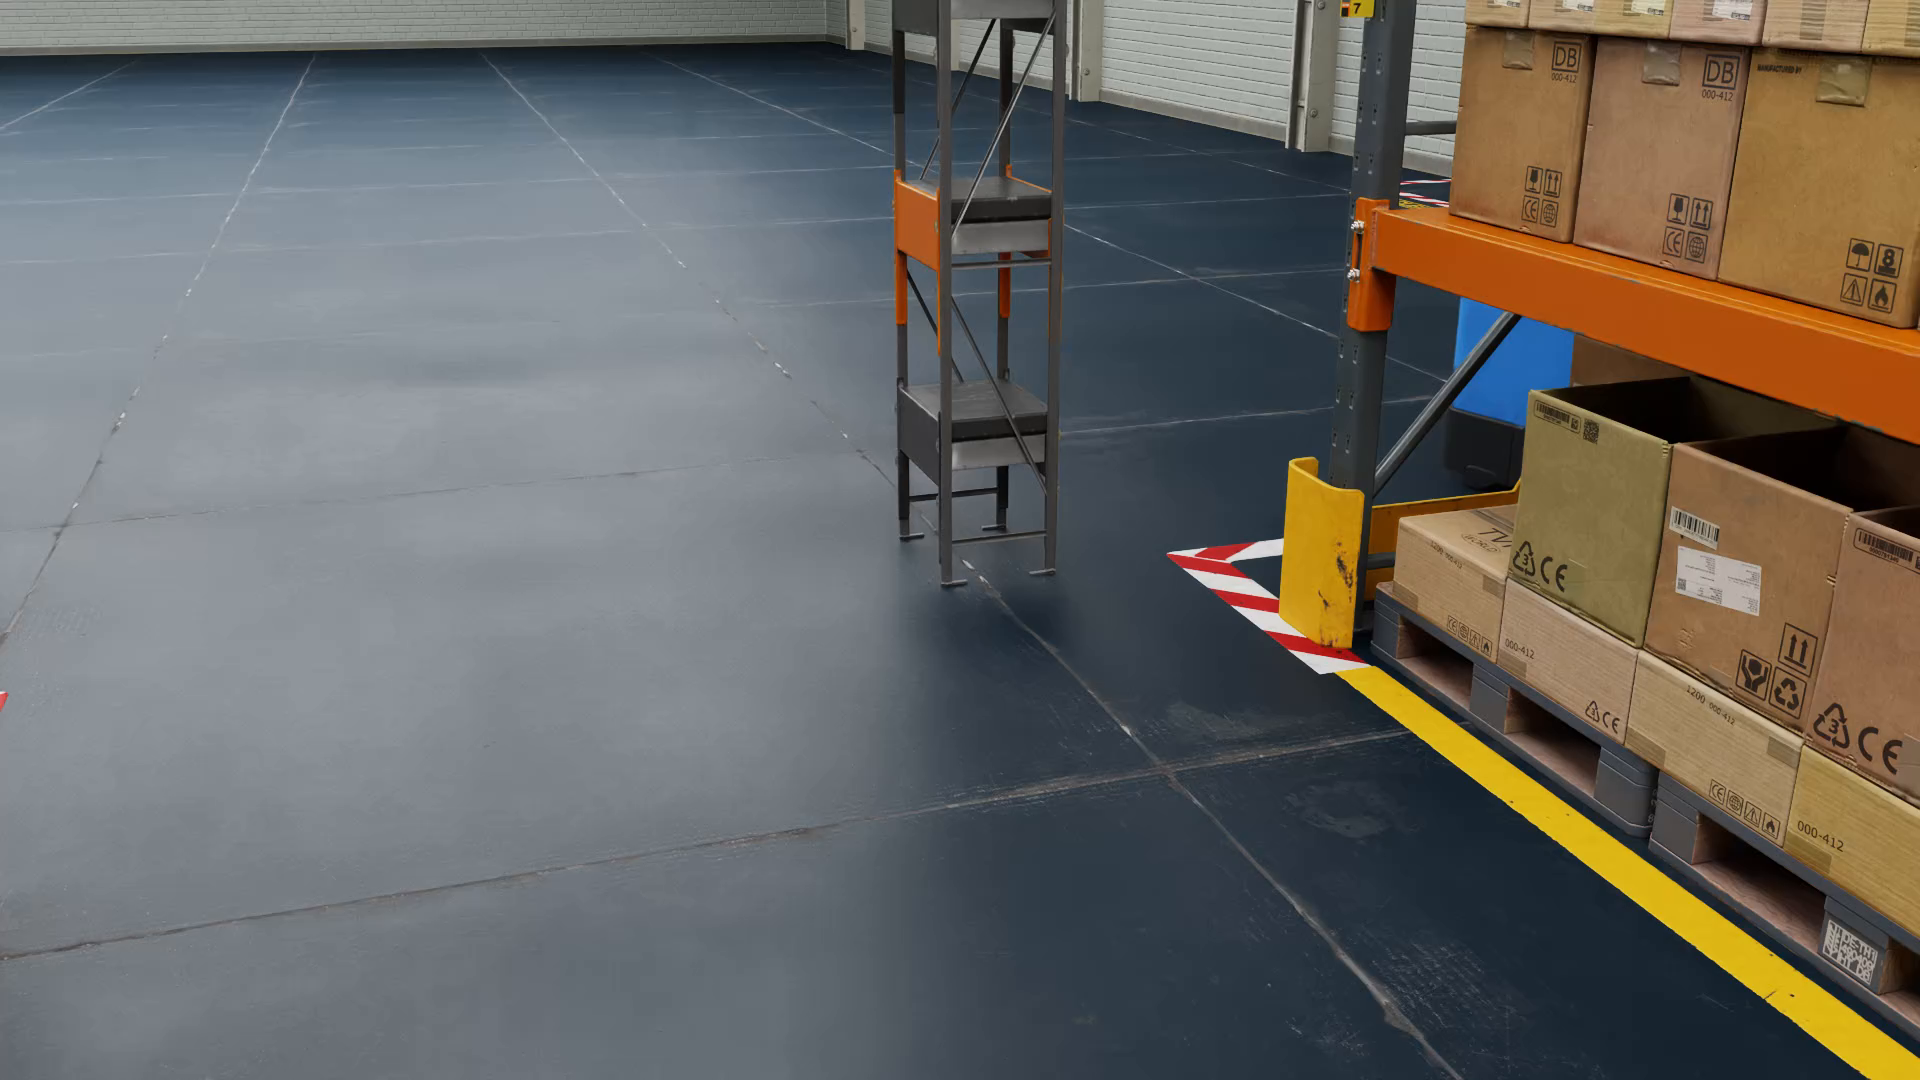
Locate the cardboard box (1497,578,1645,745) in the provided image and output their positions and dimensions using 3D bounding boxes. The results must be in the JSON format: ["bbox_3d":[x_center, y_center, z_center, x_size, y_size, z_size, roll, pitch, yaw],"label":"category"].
[{"bbox_3d":[1.725,0.265,4.186,0.500,0.250,0.500,-6,21,-17],"label":"cardboard box"}]

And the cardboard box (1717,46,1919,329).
[{"bbox_3d":[2.061,-0.755,3.432,0.700,0.500,0.500,-6,21,-17],"label":"cardboard box"}]

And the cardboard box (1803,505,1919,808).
[{"bbox_3d":[2.033,0.234,3.164,0.500,0.500,0.500,-6,21,-17],"label":"cardboard box"}]

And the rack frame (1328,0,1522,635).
[{"bbox_3d":[1.607,-1.187,4.783,1.000,3.000,0.127,-6,21,-17],"label":"rack frame"}]

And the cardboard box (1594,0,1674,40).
[{"bbox_3d":[1.688,-1.226,3.784,0.380,0.149,0.250,-6,21,-17],"label":"cardboard box"}]

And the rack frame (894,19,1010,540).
[{"bbox_3d":[-0.025,-1.013,5.632,0.400,2.100,0.015,-6,21,-17],"label":"rack frame"}]

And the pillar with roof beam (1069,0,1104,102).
[{"bbox_3d":[-2.395,-9.724,19.677,9.100,9.000,0.400,-6,21,-17],"label":"pillar with roof beam"}]

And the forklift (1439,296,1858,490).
[{"bbox_3d":[3.138,-1.297,5.191,1.130,2.935,3.031,-13,24,-33],"label":"forklift"}]

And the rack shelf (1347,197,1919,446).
[{"bbox_3d":[2.235,-0.206,3.118,1.077,0.370,4.000,-6,21,-17],"label":"rack shelf"}]

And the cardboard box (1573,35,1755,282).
[{"bbox_3d":[1.911,-0.915,3.878,0.700,0.500,0.500,-6,21,-16],"label":"cardboard box"}]

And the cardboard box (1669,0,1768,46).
[{"bbox_3d":[1.765,-1.144,3.558,0.380,0.149,0.250,-7,21,-18],"label":"cardboard box"}]

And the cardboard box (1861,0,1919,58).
[{"bbox_3d":[1.932,-0.977,3.092,0.380,0.149,0.250,-7,21,-18],"label":"cardboard box"}]

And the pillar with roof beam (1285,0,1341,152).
[{"bbox_3d":[-0.509,-7.798,14.316,9.100,9.000,0.400,-6,21,-17],"label":"pillar with roof beam"}]

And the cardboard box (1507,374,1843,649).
[{"bbox_3d":[1.723,-0.087,4.059,0.500,0.500,0.500,-6,21,-17],"label":"cardboard box"}]

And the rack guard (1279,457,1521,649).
[{"bbox_3d":[1.599,-0.018,5.227,1.175,0.500,0.348,-6,21,-17],"label":"rack guard"}]

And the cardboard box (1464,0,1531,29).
[{"bbox_3d":[1.525,-1.390,4.242,0.380,0.149,0.250,-7,21,-18],"label":"cardboard box"}]

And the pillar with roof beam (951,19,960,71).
[{"bbox_3d":[-4.281,-11.649,25.037,9.100,9.000,0.400,-6,21,-17],"label":"pillar with roof beam"}]

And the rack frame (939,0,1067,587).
[{"bbox_3d":[0.129,-0.857,5.196,0.400,2.100,0.015,-6,21,-17],"label":"rack frame"}]

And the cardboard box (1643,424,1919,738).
[{"bbox_3d":[1.892,0.072,3.616,0.500,0.500,0.500,-6,21,-17],"label":"cardboard box"}]

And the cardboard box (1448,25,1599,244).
[{"bbox_3d":[1.741,-1.083,4.345,0.700,0.500,0.500,-6,21,-17],"label":"cardboard box"}]

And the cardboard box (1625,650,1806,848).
[{"bbox_3d":[1.881,0.426,3.740,0.500,0.250,0.500,-6,21,-17],"label":"cardboard box"}]

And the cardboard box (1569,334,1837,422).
[{"bbox_3d":[2.058,-0.303,4.659,0.500,0.500,0.500,-6,21,-17],"label":"cardboard box"}]

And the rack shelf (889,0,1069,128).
[{"bbox_3d":[0.052,-1.581,5.182,0.431,0.518,0.480,-6,21,-17],"label":"rack shelf"}]

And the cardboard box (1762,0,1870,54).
[{"bbox_3d":[1.852,-1.059,3.321,0.380,0.149,0.250,-7,21,-19],"label":"cardboard box"}]

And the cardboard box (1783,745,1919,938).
[{"bbox_3d":[2.034,0.587,3.291,0.500,0.250,0.500,-6,21,-17],"label":"cardboard box"}]

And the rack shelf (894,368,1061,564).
[{"bbox_3d":[0.052,-0.263,5.655,0.431,0.518,0.480,-6,21,-17],"label":"rack shelf"}]

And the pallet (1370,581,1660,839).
[{"bbox_3d":[1.887,0.366,4.584,1.003,0.211,1.213,-6,21,-17],"label":"pallet"}]

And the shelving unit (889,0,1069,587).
[{"bbox_3d":[0.052,-0.935,5.414,0.431,2.100,0.503,-6,21,-17],"label":"shelving unit"}]

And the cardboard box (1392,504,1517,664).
[{"bbox_3d":[1.564,0.105,4.632,0.500,0.250,0.500,-6,21,-17],"label":"cardboard box"}]

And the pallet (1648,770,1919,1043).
[{"bbox_3d":[2.266,0.757,3.496,1.003,0.211,1.213,-6,21,-17],"label":"pallet"}]

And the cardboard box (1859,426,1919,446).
[{"bbox_3d":[2.386,0.017,3.770,0.500,0.500,0.500,-6,21,-17],"label":"cardboard box"}]

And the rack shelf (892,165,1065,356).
[{"bbox_3d":[0.052,-0.922,5.418,0.431,0.518,0.480,-6,21,-17],"label":"rack shelf"}]

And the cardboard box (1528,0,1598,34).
[{"bbox_3d":[1.611,-1.306,4.007,0.380,0.149,0.250,-7,21,-19],"label":"cardboard box"}]

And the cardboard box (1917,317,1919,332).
[{"bbox_3d":[2.230,-0.586,2.963,0.700,0.500,0.500,-6,21,-16],"label":"cardboard box"}]

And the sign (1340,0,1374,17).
[{"bbox_3d":[1.078,-1.574,4.465,0.100,0.325,0.005,-6,21,-17],"label":"sign"}]

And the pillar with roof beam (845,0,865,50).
[{"bbox_3d":[-6.167,-13.575,30.398,9.100,9.000,0.400,-6,21,-17],"label":"pillar with roof beam"}]
